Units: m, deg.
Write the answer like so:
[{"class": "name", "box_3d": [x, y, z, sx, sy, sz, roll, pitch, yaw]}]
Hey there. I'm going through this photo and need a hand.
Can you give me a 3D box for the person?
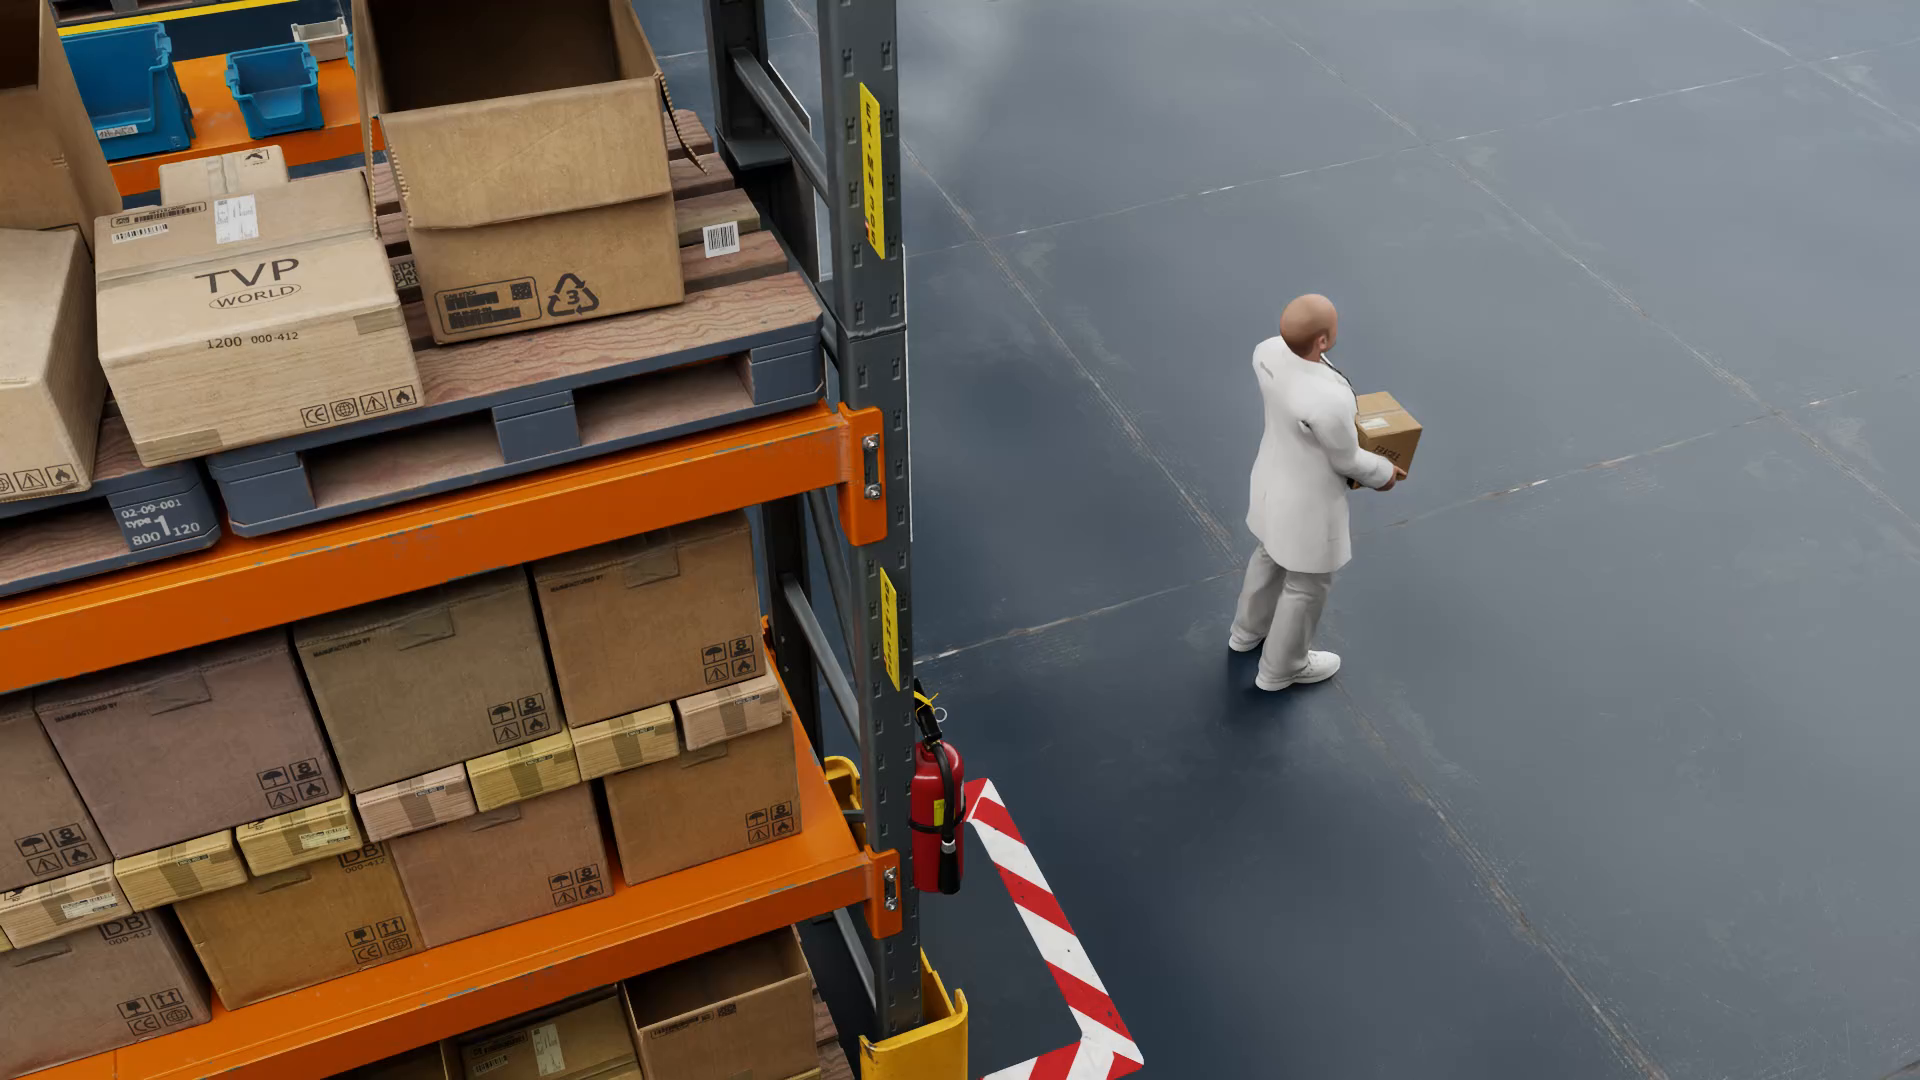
[{"class": "person", "box_3d": [1.388, -0.207, 6.407, 0.554, 1.773, 0.532, -15, 43, -17]}]
